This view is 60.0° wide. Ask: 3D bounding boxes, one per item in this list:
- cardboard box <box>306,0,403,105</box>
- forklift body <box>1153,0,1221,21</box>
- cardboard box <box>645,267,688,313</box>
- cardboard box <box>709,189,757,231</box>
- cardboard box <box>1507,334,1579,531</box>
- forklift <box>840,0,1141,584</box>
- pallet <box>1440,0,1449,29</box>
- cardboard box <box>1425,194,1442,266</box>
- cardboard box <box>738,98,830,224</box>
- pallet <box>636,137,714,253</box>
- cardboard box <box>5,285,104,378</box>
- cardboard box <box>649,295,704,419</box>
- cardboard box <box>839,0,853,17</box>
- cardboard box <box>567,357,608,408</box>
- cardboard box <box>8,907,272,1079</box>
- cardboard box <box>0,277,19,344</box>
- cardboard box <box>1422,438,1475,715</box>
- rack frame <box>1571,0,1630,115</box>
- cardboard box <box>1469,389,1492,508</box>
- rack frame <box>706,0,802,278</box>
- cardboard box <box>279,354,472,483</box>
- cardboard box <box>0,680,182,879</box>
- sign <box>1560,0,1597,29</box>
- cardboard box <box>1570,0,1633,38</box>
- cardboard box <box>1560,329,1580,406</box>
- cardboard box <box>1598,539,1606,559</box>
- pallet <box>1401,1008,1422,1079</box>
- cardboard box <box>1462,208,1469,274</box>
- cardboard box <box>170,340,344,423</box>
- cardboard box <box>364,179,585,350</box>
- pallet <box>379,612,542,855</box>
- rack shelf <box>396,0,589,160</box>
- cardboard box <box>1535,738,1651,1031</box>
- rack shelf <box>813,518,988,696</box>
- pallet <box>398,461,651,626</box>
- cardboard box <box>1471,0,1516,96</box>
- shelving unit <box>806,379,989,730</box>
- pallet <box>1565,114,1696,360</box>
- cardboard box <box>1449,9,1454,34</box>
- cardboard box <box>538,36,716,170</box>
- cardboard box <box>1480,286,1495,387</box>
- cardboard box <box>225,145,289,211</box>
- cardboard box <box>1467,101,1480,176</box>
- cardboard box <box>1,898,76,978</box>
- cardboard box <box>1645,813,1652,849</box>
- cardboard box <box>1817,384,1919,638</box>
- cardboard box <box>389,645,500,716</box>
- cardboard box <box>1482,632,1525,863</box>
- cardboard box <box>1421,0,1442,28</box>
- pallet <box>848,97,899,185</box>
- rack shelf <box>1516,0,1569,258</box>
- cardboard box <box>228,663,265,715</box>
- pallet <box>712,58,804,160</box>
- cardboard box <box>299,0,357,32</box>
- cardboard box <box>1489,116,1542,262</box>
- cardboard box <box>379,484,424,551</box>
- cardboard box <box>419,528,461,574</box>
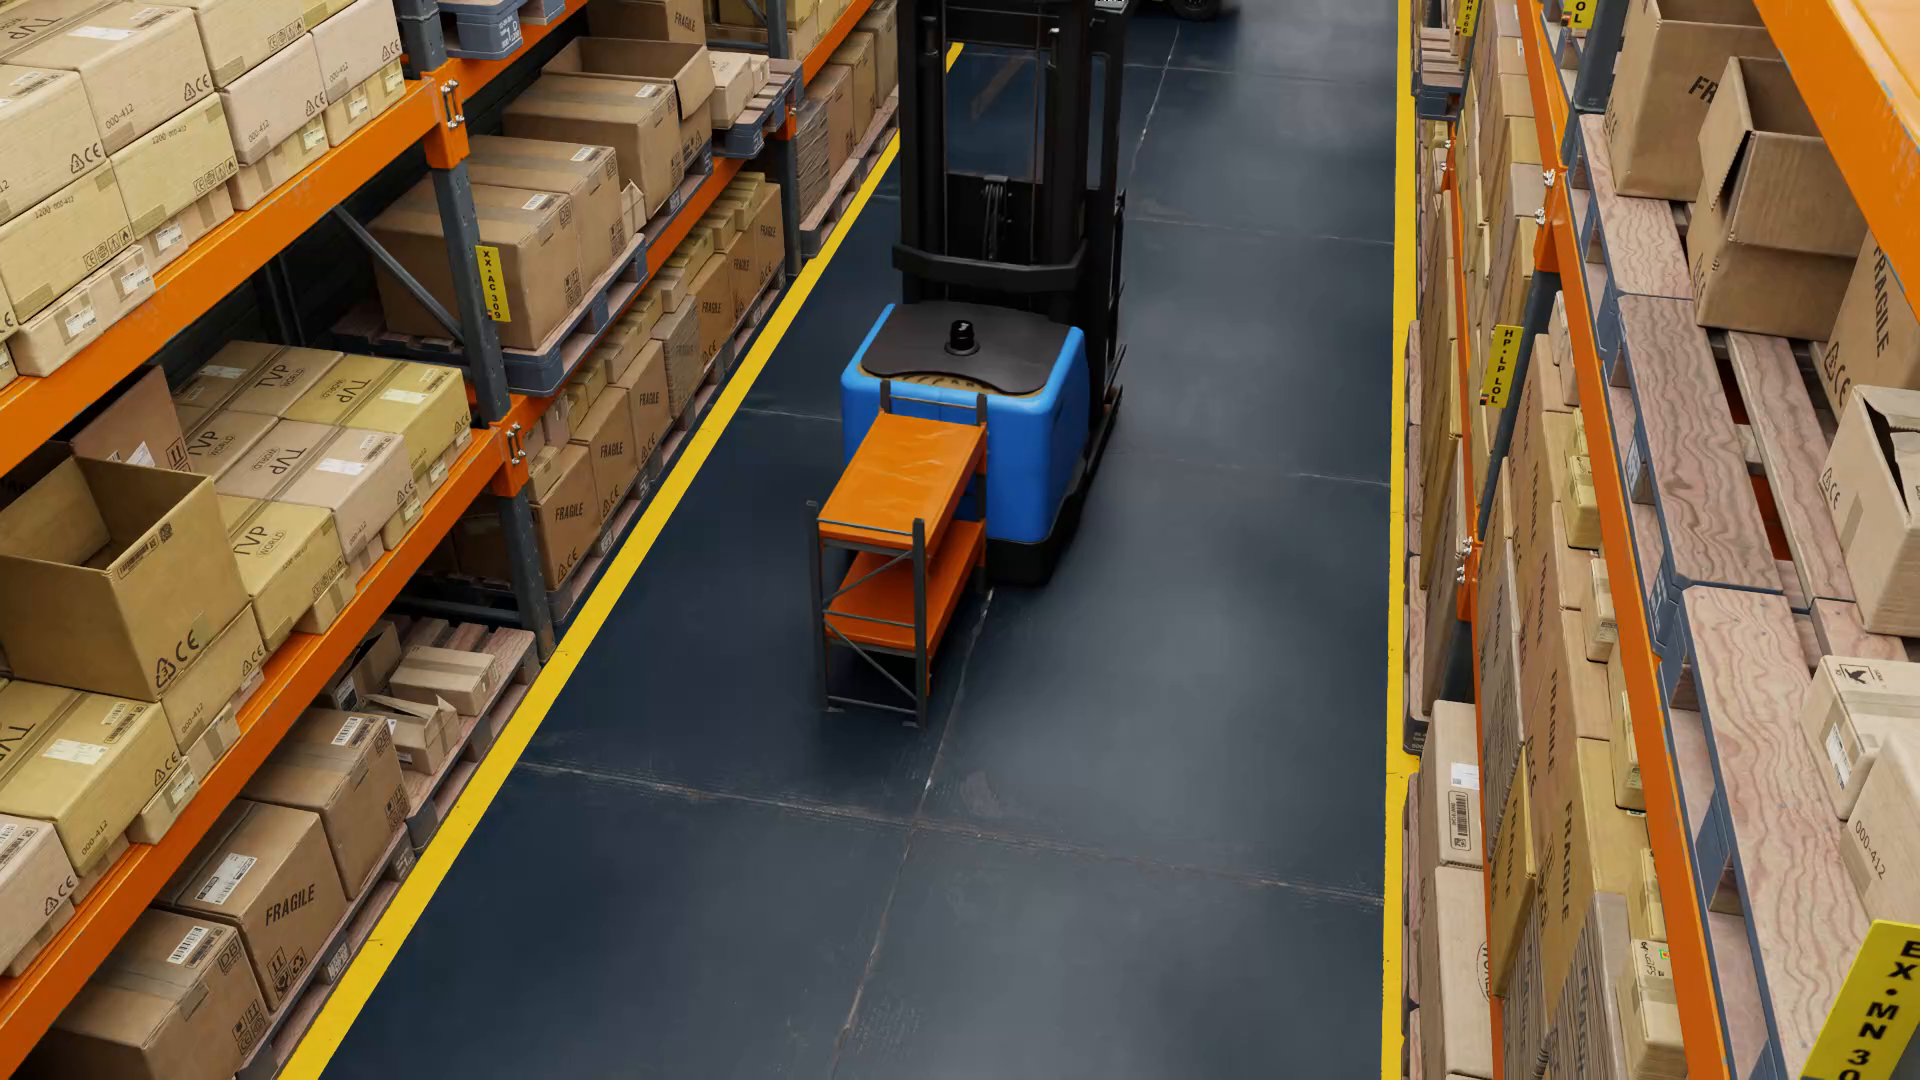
[{"bbox_3d":[-2.256,-1.700,5.628,0.500,0.250,0.500,7,37,10],"label":"cardboard box"},{"bbox_3d":[1.543,-5.954,14.902,2.313,2.155,1.214,7,37,10],"label":"forklift body"},{"bbox_3d":[-1.712,-1.376,9.082,0.380,0.149,0.250,6,36,8],"label":"cardboard box"},{"bbox_3d":[-1.429,-1.972,9.904,0.380,0.149,0.250,6,36,8],"label":"cardboard box"},{"bbox_3d":[2.114,-0.316,5.463,0.500,0.500,0.500,8,37,10],"label":"cardboard box"},{"bbox_3d":[0.301,-1.839,8.560,1.130,2.935,3.031,9,37,12],"label":"forklift"},{"bbox_3d":[3.689,-3.469,10.914,1.003,0.211,1.213,7,37,10],"label":"pallet"},{"bbox_3d":[3.437,-1.835,10.378,0.950,0.372,0.625,5,36,7],"label":"cardboard box"},{"bbox_3d":[-1.397,-2.591,11.205,0.875,0.625,0.625,8,37,11],"label":"cardboard box"},{"bbox_3d":[-1.954,-1.834,8.657,1.003,0.211,1.213,7,37,10],"label":"pallet"},{"bbox_3d":[-2.535,-0.573,4.413,0.380,0.149,0.250,7,37,10],"label":"cardboard box"},{"bbox_3d":[-1.743,-1.029,9.156,0.500,0.500,0.500,6,36,8],"label":"cardboard box"},{"bbox_3d":[-0.994,-3.774,11.299,0.500,0.250,0.500,6,36,8],"label":"cardboard box"},{"bbox_3d":[-1.989,-0.802,8.290,0.380,0.149,0.250,7,36,9],"label":"cardboard box"},{"bbox_3d":[-2.808,1.578,5.559,0.700,0.500,0.500,9,37,12],"label":"cardboard box"},{"bbox_3d":[-2.680,-0.521,4.001,0.500,0.250,0.500,6,36,9],"label":"cardboard box"},{"bbox_3d":[2.506,0.211,7.125,0.875,0.875,0.875,8,37,11],"label":"cardboard box"},{"bbox_3d":[2.452,-2.543,4.360,1.000,3.000,0.127,7,37,10],"label":"rack frame"},{"bbox_3d":[2.302,-0.342,6.563,0.500,0.250,0.500,6,36,9],"label":"cardboard box"},{"bbox_3d":[-1.543,-3.027,10.140,1.000,3.000,0.127,7,37,10],"label":"rack frame"},{"bbox_3d":[-2.268,-0.471,6.488,0.500,0.250,0.500,8,37,11],"label":"cardboard box"},{"bbox_3d":[-2.679,0.694,4.882,0.500,0.250,0.500,7,36,9],"label":"cardboard box"},{"bbox_3d":[1.920,-1.727,5.082,0.100,0.325,0.005,7,37,10],"label":"sign"},{"bbox_3d":[2.435,-1.994,5.877,0.500,0.311,0.500,7,37,10],"label":"cardboard box"},{"bbox_3d":[2.092,-0.524,5.197,0.380,0.149,0.250,8,37,11],"label":"cardboard box"},{"bbox_3d":[1.907,0.066,4.384,0.380,0.149,0.250,7,37,10],"label":"cardboard box"},{"bbox_3d":[1.955,2.143,5.383,1.003,0.211,1.213,7,37,10],"label":"pallet"},{"bbox_3d":[2.746,-1.500,8.162,0.500,0.250,0.500,8,37,12],"label":"cardboard box"},{"bbox_3d":[-2.767,-0.543,6.588,0.500,0.250,0.500,7,37,9],"label":"cardboard box"},{"bbox_3d":[-2.076,-1.193,7.168,0.700,0.500,0.500,8,37,11],"label":"cardboard box"},{"bbox_3d":[-2.545,0.789,7.251,1.003,0.211,1.213,7,37,10],"label":"pallet"},{"bbox_3d":[-1.971,-2.803,7.889,1.077,0.370,4.000,7,37,10],"label":"rack shelf"},{"bbox_3d":[1.660,0.842,3.866,0.500,0.500,0.500,7,37,10],"label":"cardboard box"},{"bbox_3d":[-0.254,0.250,7.633,0.538,0.278,1.000,9,37,12],"label":"rack shelf"},{"bbox_3d":[-2.261,-0.075,8.444,1.003,0.211,1.213,7,37,10],"label":"pallet"},{"bbox_3d":[2.962,-2.600,8.614,0.500,0.500,0.500,6,36,8],"label":"cardboard box"},{"bbox_3d":[-0.254,0.052,7.489,0.538,1.125,1.048,9,37,12],"label":"shelving unit"},{"bbox_3d":[2.267,-0.824,4.621,1.003,0.211,1.213,7,37,10],"label":"pallet"},{"bbox_3d":[3.205,-3.149,10.165,0.380,0.149,0.250,6,36,8],"label":"cardboard box"},{"bbox_3d":[-1.711,-2.280,8.664,0.797,0.503,0.637,7,36,9],"label":"cardboard box"},{"bbox_3d":[2.408,-0.826,6.805,0.500,0.250,0.500,8,37,11],"label":"cardboard box"},{"bbox_3d":[-2.364,-1.170,5.237,0.380,0.149,0.250,7,37,10],"label":"cardboard box"},{"bbox_3d":[2.846,-1.993,8.415,0.500,0.250,0.500,8,37,11],"label":"cardboard box"},{"bbox_3d":[-2.769,1.063,4.711,0.380,0.149,0.250,8,37,11],"label":"cardboard box"},{"bbox_3d":[1.702,0.654,3.572,0.380,0.149,0.250,7,37,10],"label":"cardboard box"},{"bbox_3d":[1.966,-0.061,3.125,0.500,0.311,0.500,8,37,11],"label":"cardboard box"},{"bbox_3d":[-2.230,0.607,7.198,0.380,0.149,0.250,6,36,9],"label":"cardboard box"},{"bbox_3d":[1.872,0.655,4.976,0.500,0.500,0.500,8,37,10],"label":"cardboard box"},{"bbox_3d":[4.025,-4.433,13.427,0.500,0.500,0.500,7,36,9],"label":"cardboard box"},{"bbox_3d":[-1.067,-3.062,12.565,1.003,0.211,1.213,7,37,10],"label":"pallet"},{"bbox_3d":[2.879,-2.183,7.034,1.077,0.370,4.000,7,37,10],"label":"rack shelf"},{"bbox_3d":[-2.566,0.465,5.536,0.380,0.149,0.250,7,37,10],"label":"cardboard box"},{"bbox_3d":[-1.620,-2.552,9.648,1.213,0.211,1.003,7,37,10],"label":"pallet"},{"bbox_3d":[-2.270,-1.891,5.465,0.500,0.250,0.500,7,37,10],"label":"cardboard box"},{"bbox_3d":[2.533,-1.432,7.003,0.500,0.500,0.500,8,37,11],"label":"cardboard box"},{"bbox_3d":[-2.285,-0.113,6.335,0.380,0.149,0.250,8,37,11],"label":"cardboard box"},{"bbox_3d":[-2.582,-0.210,8.026,0.500,0.500,0.500,7,37,10],"label":"cardboard box"}]
